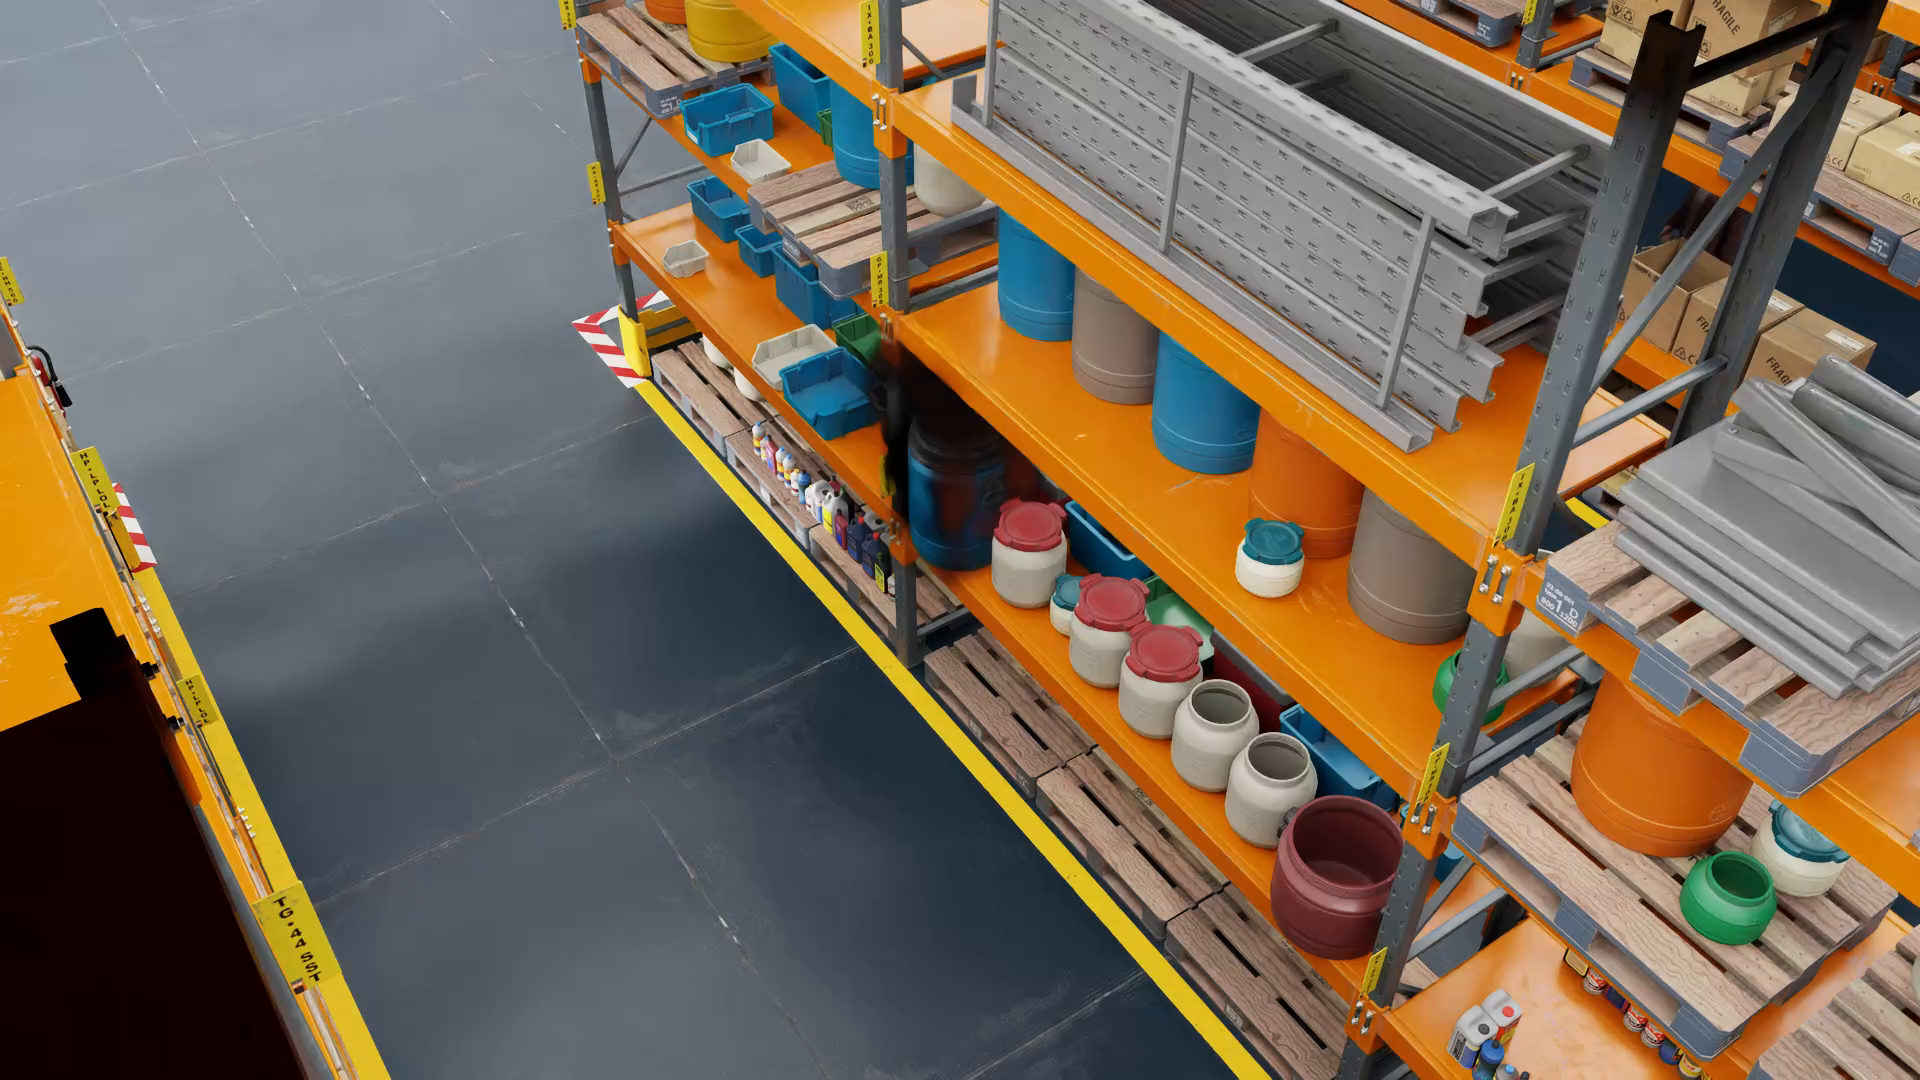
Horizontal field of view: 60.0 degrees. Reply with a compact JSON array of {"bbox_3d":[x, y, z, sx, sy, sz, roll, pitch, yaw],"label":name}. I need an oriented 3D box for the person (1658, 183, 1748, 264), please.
[{"bbox_3d":[5.674,-2.312,12.972,0.682,1.776,0.590,4,43,4],"label":"person"}]
